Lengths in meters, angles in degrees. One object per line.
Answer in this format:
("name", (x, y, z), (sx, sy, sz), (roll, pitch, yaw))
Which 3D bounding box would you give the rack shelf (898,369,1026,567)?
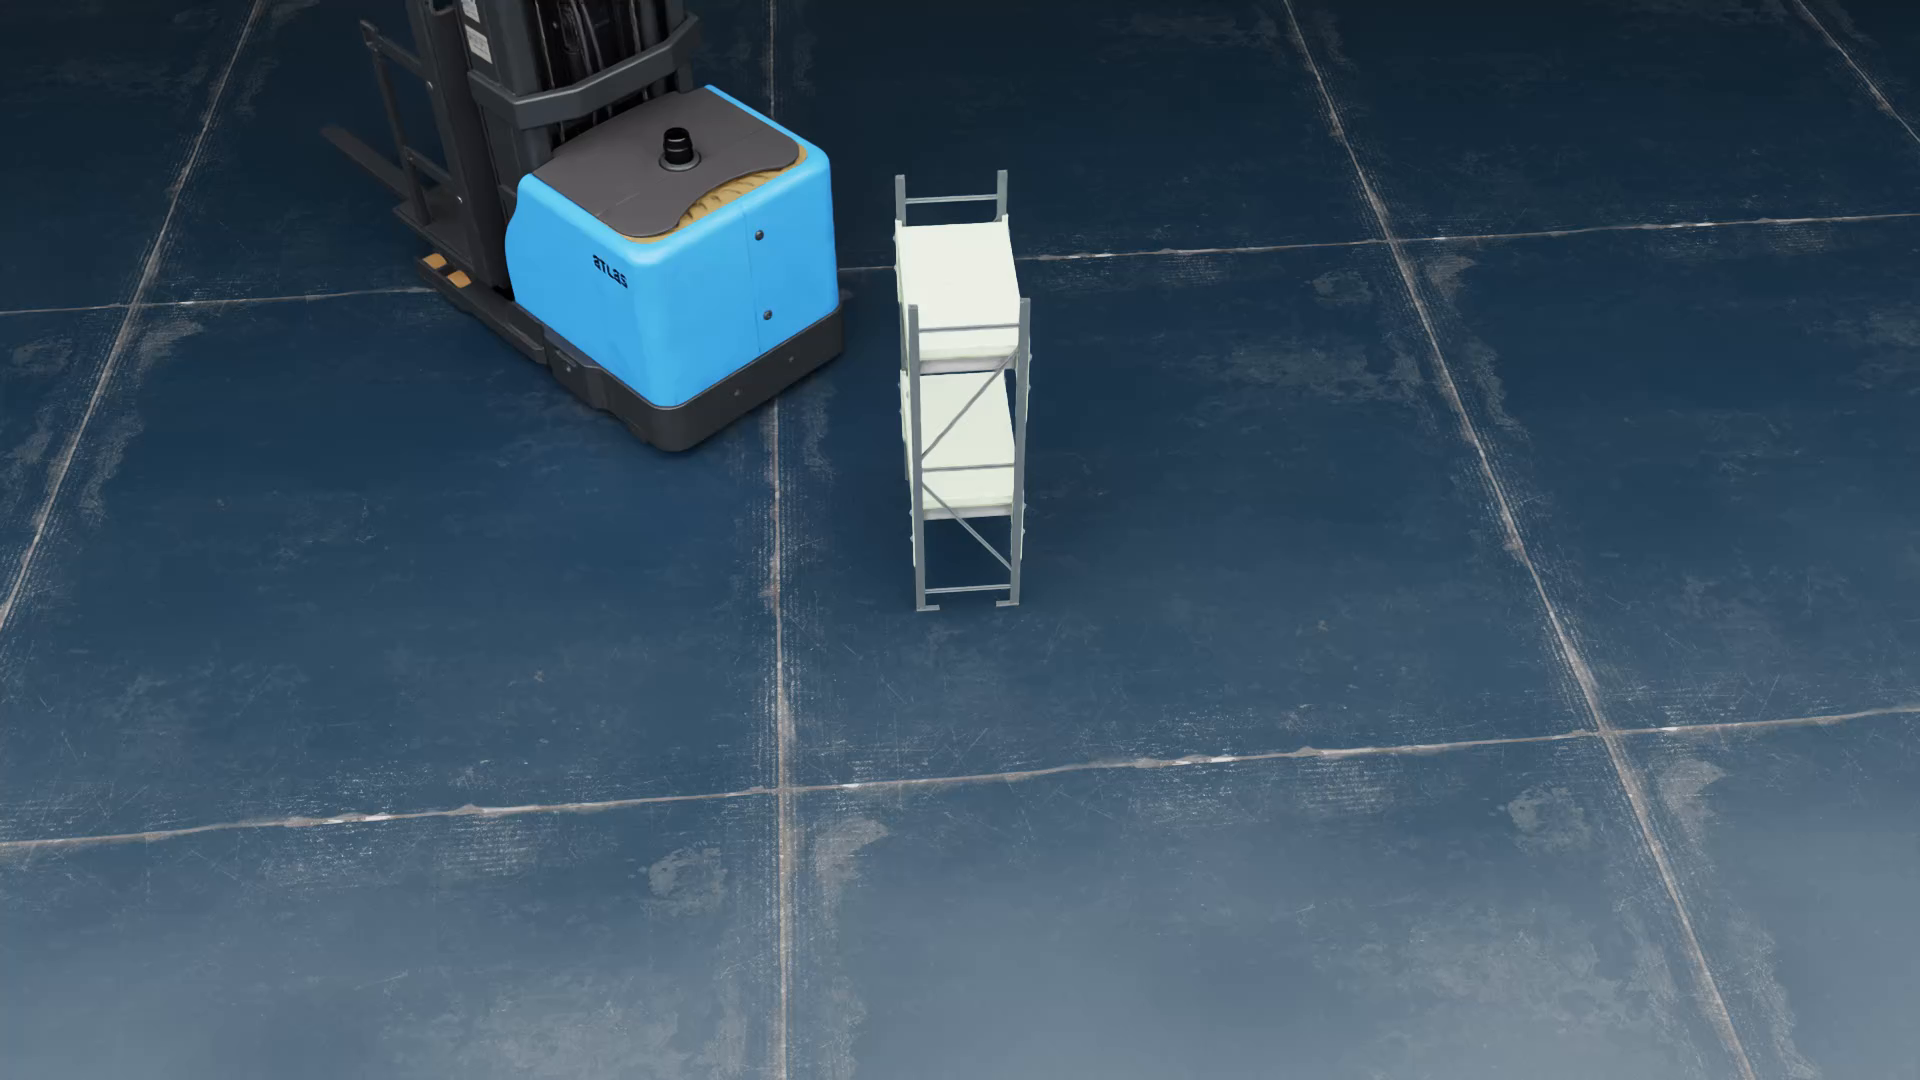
("rack shelf", (-0.001, -0.296, 6.447), (0.431, 0.370, 0.720), (-3, 47, -3))

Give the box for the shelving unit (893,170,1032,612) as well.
("shelving unit", (-0.001, -0.521, 6.210), (0.431, 1.500, 0.755), (-3, 47, -3))

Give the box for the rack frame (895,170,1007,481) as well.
("rack frame", (-0.031, -0.785, 6.461), (0.400, 1.500, 0.023), (-3, 47, -3))

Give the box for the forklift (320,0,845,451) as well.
("forklift", (-1.922, -2.339, 6.946), (3.031, 2.935, 1.130), (35, 56, 29))

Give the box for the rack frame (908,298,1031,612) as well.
("rack frame", (0.030, -0.256, 5.959), (0.400, 1.500, 0.023), (-3, 47, -3))

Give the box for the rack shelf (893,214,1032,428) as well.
("rack shelf", (-0.001, -0.789, 5.927), (0.431, 0.370, 0.720), (-3, 47, -3))
